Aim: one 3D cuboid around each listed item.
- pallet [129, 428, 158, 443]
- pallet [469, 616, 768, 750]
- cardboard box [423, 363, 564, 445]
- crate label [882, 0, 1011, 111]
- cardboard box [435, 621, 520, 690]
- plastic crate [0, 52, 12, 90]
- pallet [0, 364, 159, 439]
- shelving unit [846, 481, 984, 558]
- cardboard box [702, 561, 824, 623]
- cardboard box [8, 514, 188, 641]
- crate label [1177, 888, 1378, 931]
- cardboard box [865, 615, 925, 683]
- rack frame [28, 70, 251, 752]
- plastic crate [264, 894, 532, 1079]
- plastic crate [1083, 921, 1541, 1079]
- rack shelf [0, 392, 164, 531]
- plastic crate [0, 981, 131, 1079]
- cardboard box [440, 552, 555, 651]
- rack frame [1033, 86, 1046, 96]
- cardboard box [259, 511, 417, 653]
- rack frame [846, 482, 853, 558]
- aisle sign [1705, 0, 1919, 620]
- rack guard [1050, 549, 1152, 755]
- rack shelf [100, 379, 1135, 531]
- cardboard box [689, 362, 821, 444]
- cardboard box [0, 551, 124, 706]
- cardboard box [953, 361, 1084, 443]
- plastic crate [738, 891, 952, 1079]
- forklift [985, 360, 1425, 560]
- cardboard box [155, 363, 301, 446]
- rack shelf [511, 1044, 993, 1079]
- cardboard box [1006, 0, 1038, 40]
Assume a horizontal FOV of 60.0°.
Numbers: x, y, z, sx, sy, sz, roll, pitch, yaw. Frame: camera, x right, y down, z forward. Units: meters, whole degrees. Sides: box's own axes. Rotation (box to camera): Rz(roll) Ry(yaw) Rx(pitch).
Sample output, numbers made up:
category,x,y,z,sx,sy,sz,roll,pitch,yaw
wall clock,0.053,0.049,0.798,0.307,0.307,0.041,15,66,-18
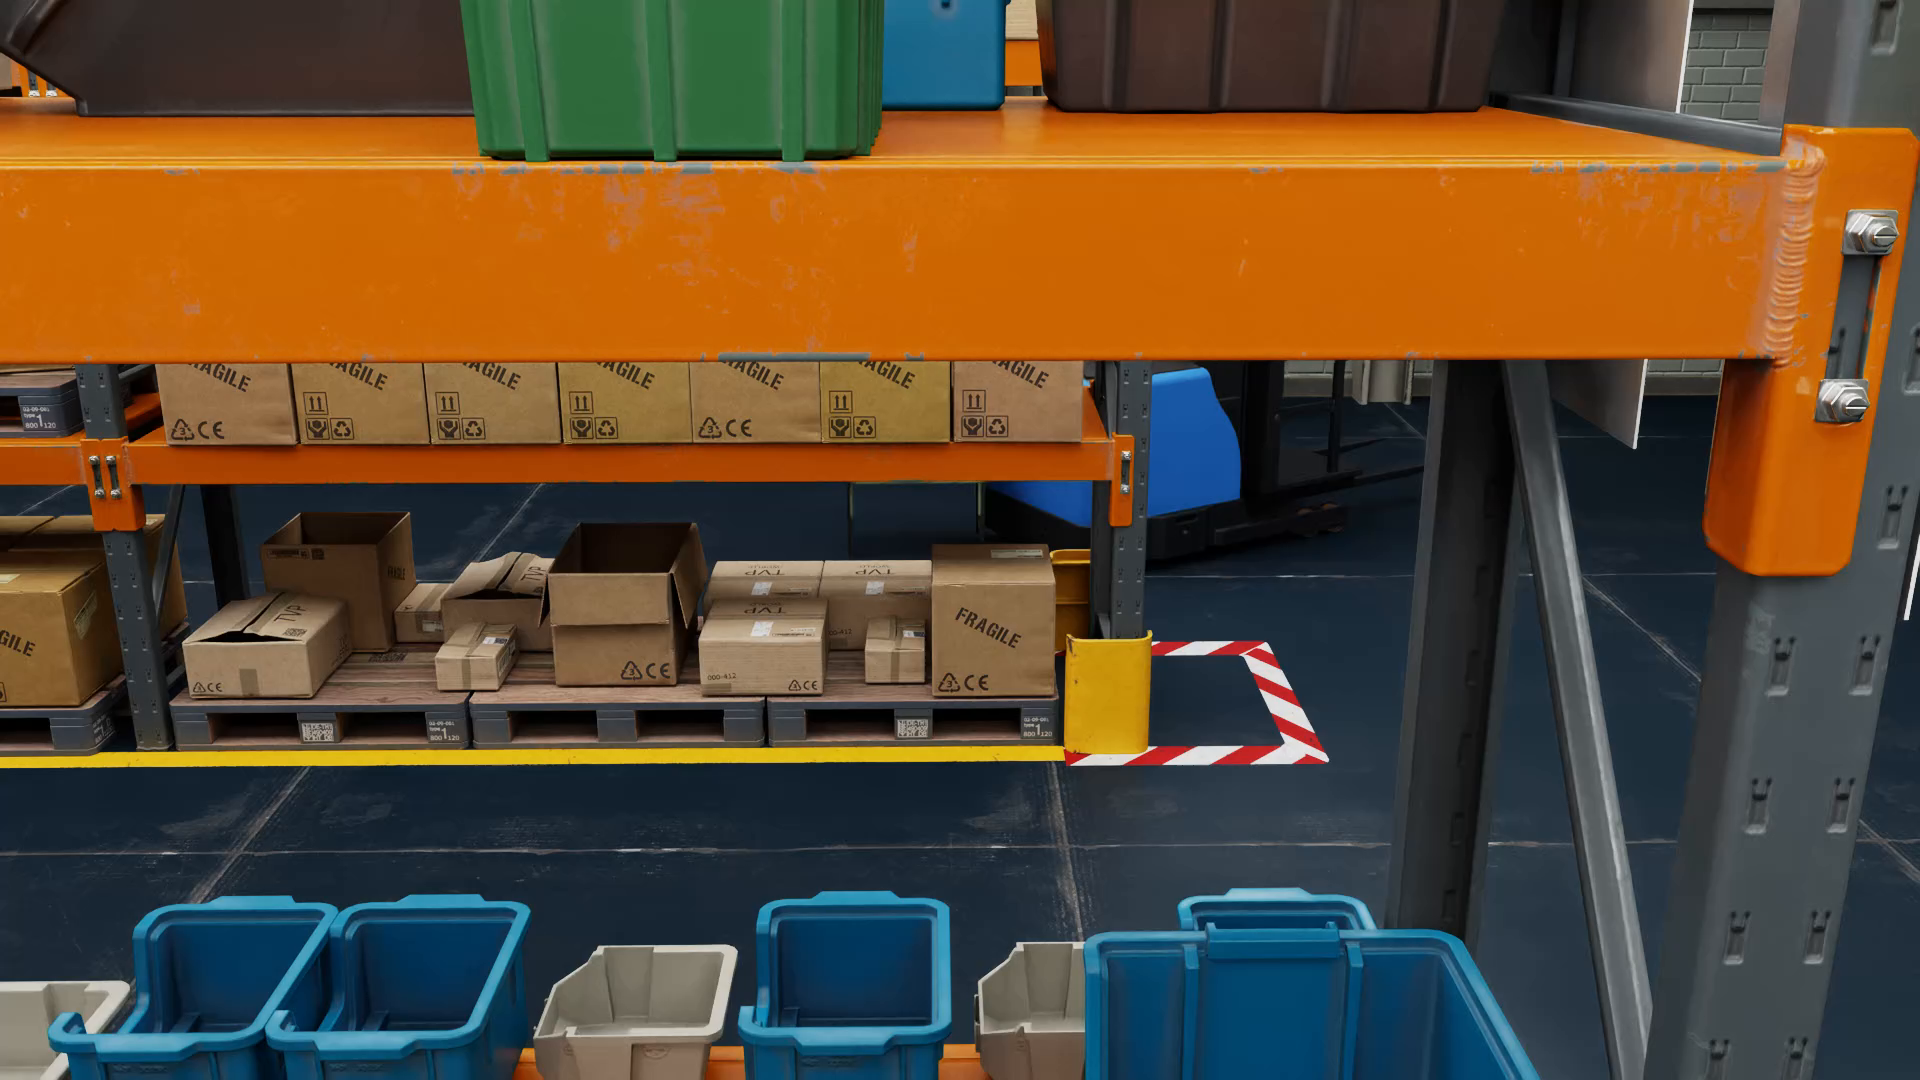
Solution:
category,x,y,z,sx,sy,sz,roll,pitch,yaw
pallet,-5.403,-0.862,11.888,1.213,0.211,1.003,0,18,-1
pallet,-1.418,0.608,7.307,1.213,0.211,1.003,0,18,-1
cardboard box,-1.801,-0.682,6.599,0.500,0.500,0.500,0,18,-1
crate label,-0.181,-0.668,2.053,0.502,0.251,0.408,0,18,-1
cardboard box,-2.040,0.486,7.039,0.250,0.166,0.380,0,18,-1
plastic crate,-1.474,-0.672,2.015,0.530,0.282,0.437,0,18,-1
pallet,-4.128,-0.648,6.971,1.213,0.211,1.003,0,18,-1
shelving unit,-0.254,-0.678,9.207,0.755,1.500,0.431,-1,18,-3
cardboard box,-0.876,0.291,7.510,0.500,0.250,0.500,0,18,-1
cardboard box,-3.815,0.199,7.390,0.500,0.500,0.500,-1,18,-3
crate label,0.494,0.735,2.520,0.303,0.233,0.416,0,18,-1
cardboard box,-0.274,0.463,7.113,0.250,0.166,0.380,0,18,-1
rack frame,-3.327,-0.710,6.850,0.127,3.000,1.000,0,18,-1
plastic crate,-0.822,0.742,2.501,0.300,0.233,0.416,0,18,-1
plastic crate,0.415,0.797,1.997,0.499,0.435,0.616,0,18,-1
rack shelf,-5.327,-0.358,6.930,4.000,0.370,1.077,0,18,-1
plastic crate,-1.517,0.800,2.478,0.466,0.136,0.293,0,18,-1
cardboard box,-2.012,0.268,7.484,0.500,0.311,0.500,0,18,-1
rack frame,0.590,-2.242,11.627,0.127,3.000,1.000,0,18,-1
cardboard box,-2.762,0.181,7.443,0.500,0.500,0.500,0,18,-1
rack frame,-0.620,-0.673,9.190,0.023,1.500,0.400,-1,18,-3
aisle sign,0.823,-0.365,1.519,0.004,0.787,0.394,0,18,-1
rack guard,0.596,0.461,7.291,0.348,0.500,1.175,0,18,-1
rack shelf,-1.328,-0.377,6.990,4.000,0.370,1.077,0,18,-1
cardboard box,-0.789,-0.687,6.616,0.500,0.500,0.500,0,18,0
cardboard box,-3.816,0.361,6.885,0.500,0.500,0.500,0,18,-1
cardboard box,0.229,-0.692,6.629,0.500,0.500,0.500,0,18,1
plastic crate,-0.164,0.739,2.510,0.300,0.233,0.416,0,18,-1
forklift,1.662,-1.533,9.529,3.031,2.935,1.130,-11,21,-31
cardboard box,-2.813,-0.677,6.583,0.500,0.500,0.500,0,18,1
rack shelf,-1.253,1.136,2.274,4.000,0.370,1.077,0,18,-1
cardboard box,0.163,-2.003,6.216,0.500,0.250,0.500,0,18,-1
